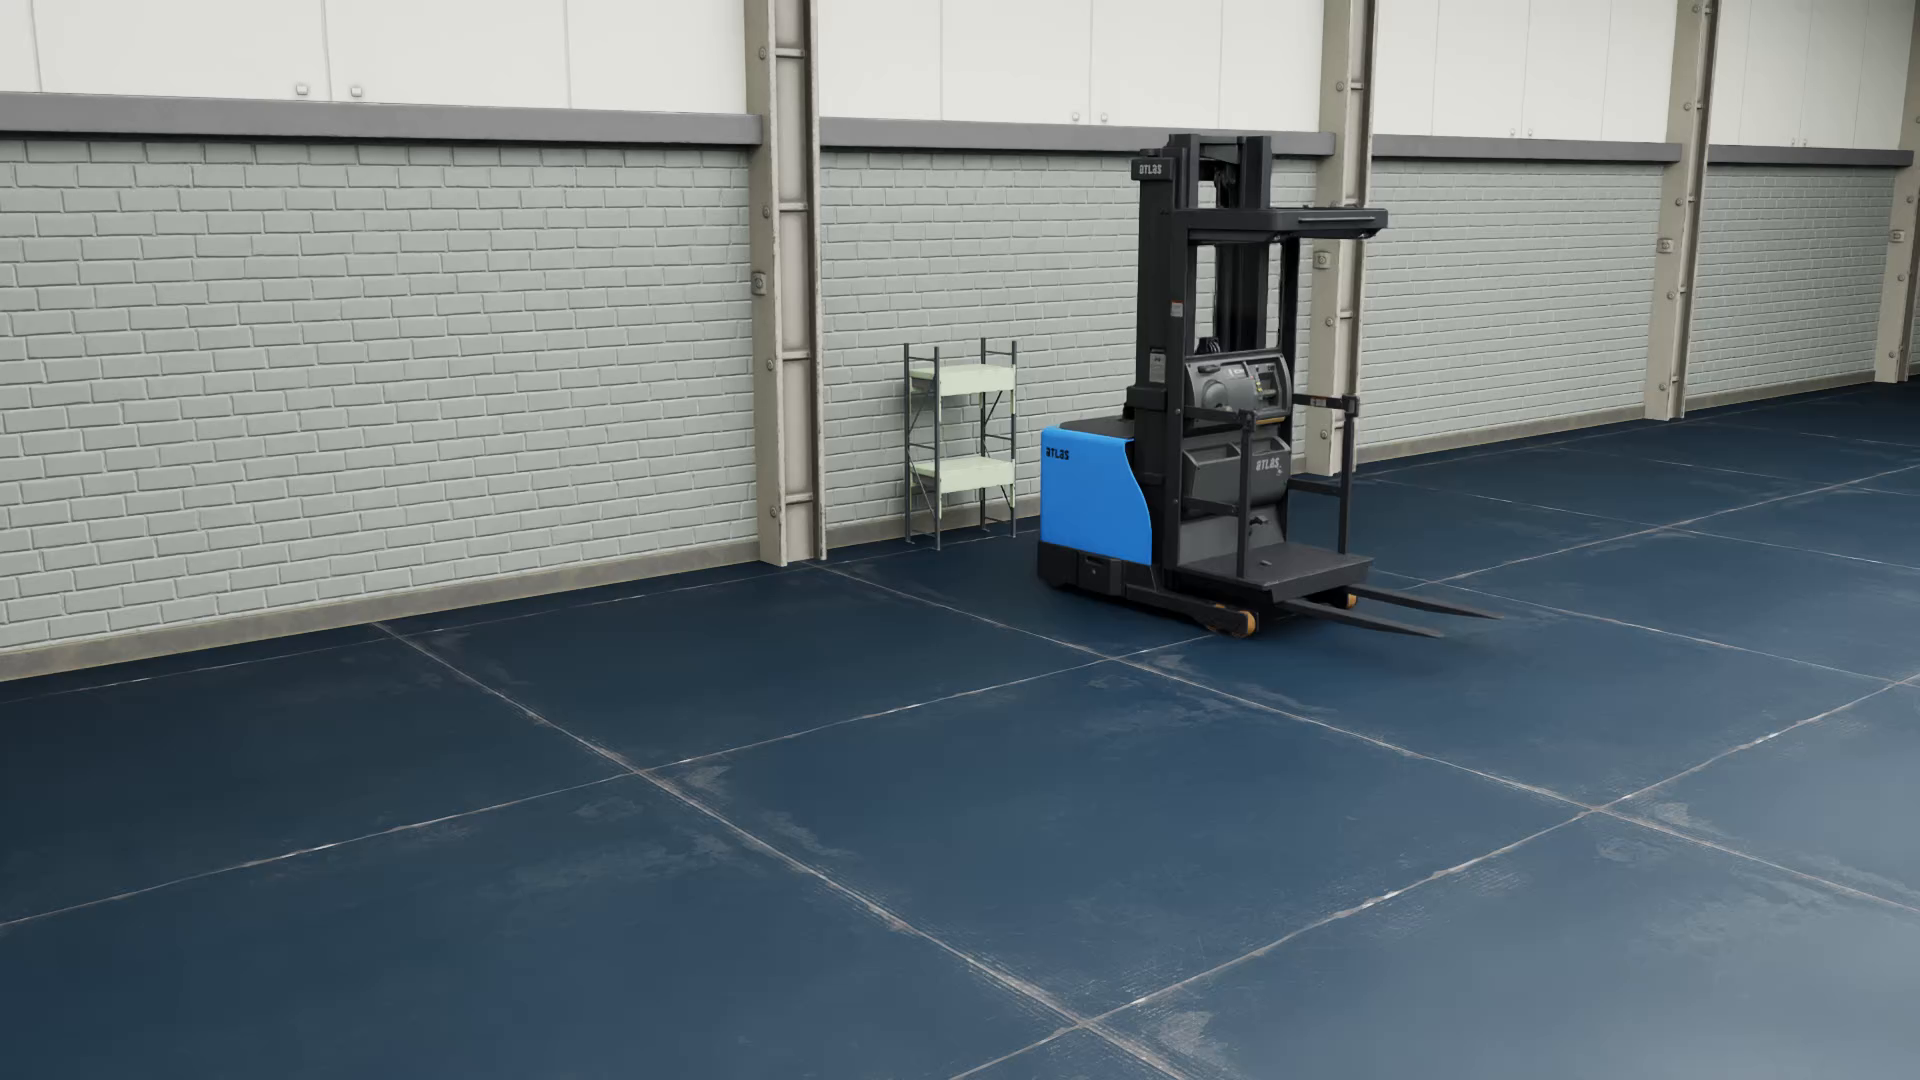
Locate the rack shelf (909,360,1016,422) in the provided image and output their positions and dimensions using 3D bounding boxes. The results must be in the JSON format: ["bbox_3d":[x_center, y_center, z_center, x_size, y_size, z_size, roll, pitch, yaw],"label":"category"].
[{"bbox_3d":[0.005,-1.116,12.396,0.720,0.370,0.431,-9,15,-38],"label":"rack shelf"}]

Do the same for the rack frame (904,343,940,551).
[{"bbox_3d":[-0.281,-0.687,12.253,0.023,1.500,0.400,-9,15,-38],"label":"rack frame"}]

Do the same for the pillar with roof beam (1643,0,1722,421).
[{"bbox_3d":[10.852,-5.123,15.092,0.400,9.000,9.100,-9,15,-38],"label":"pillar with roof beam"}]

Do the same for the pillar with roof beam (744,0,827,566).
[{"bbox_3d":[1.482,-3.566,7.759,0.400,9.000,9.100,-9,15,-38],"label":"pillar with roof beam"}]

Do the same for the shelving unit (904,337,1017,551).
[{"bbox_3d":[0.005,-0.735,12.477,0.755,1.500,0.431,-9,15,-38],"label":"shelving unit"}]

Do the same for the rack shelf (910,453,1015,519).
[{"bbox_3d":[0.005,-0.416,12.545,0.720,0.370,0.431,-9,15,-38],"label":"rack shelf"}]

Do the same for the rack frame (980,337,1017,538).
[{"bbox_3d":[0.291,-0.782,12.701,0.023,1.500,0.400,-9,15,-38],"label":"rack frame"}]

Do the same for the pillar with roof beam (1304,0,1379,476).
[{"bbox_3d":[6.167,-4.345,11.425,0.400,9.000,9.100,-9,15,-38],"label":"pillar with roof beam"}]

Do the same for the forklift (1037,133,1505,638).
[{"bbox_3d":[1.867,-0.969,10.136,1.130,2.935,3.031,-10,16,-40],"label":"forklift"}]

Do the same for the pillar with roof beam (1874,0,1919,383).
[{"bbox_3d":[15.537,-5.902,18.758,0.400,9.000,9.100,-9,15,-38],"label":"pillar with roof beam"}]
